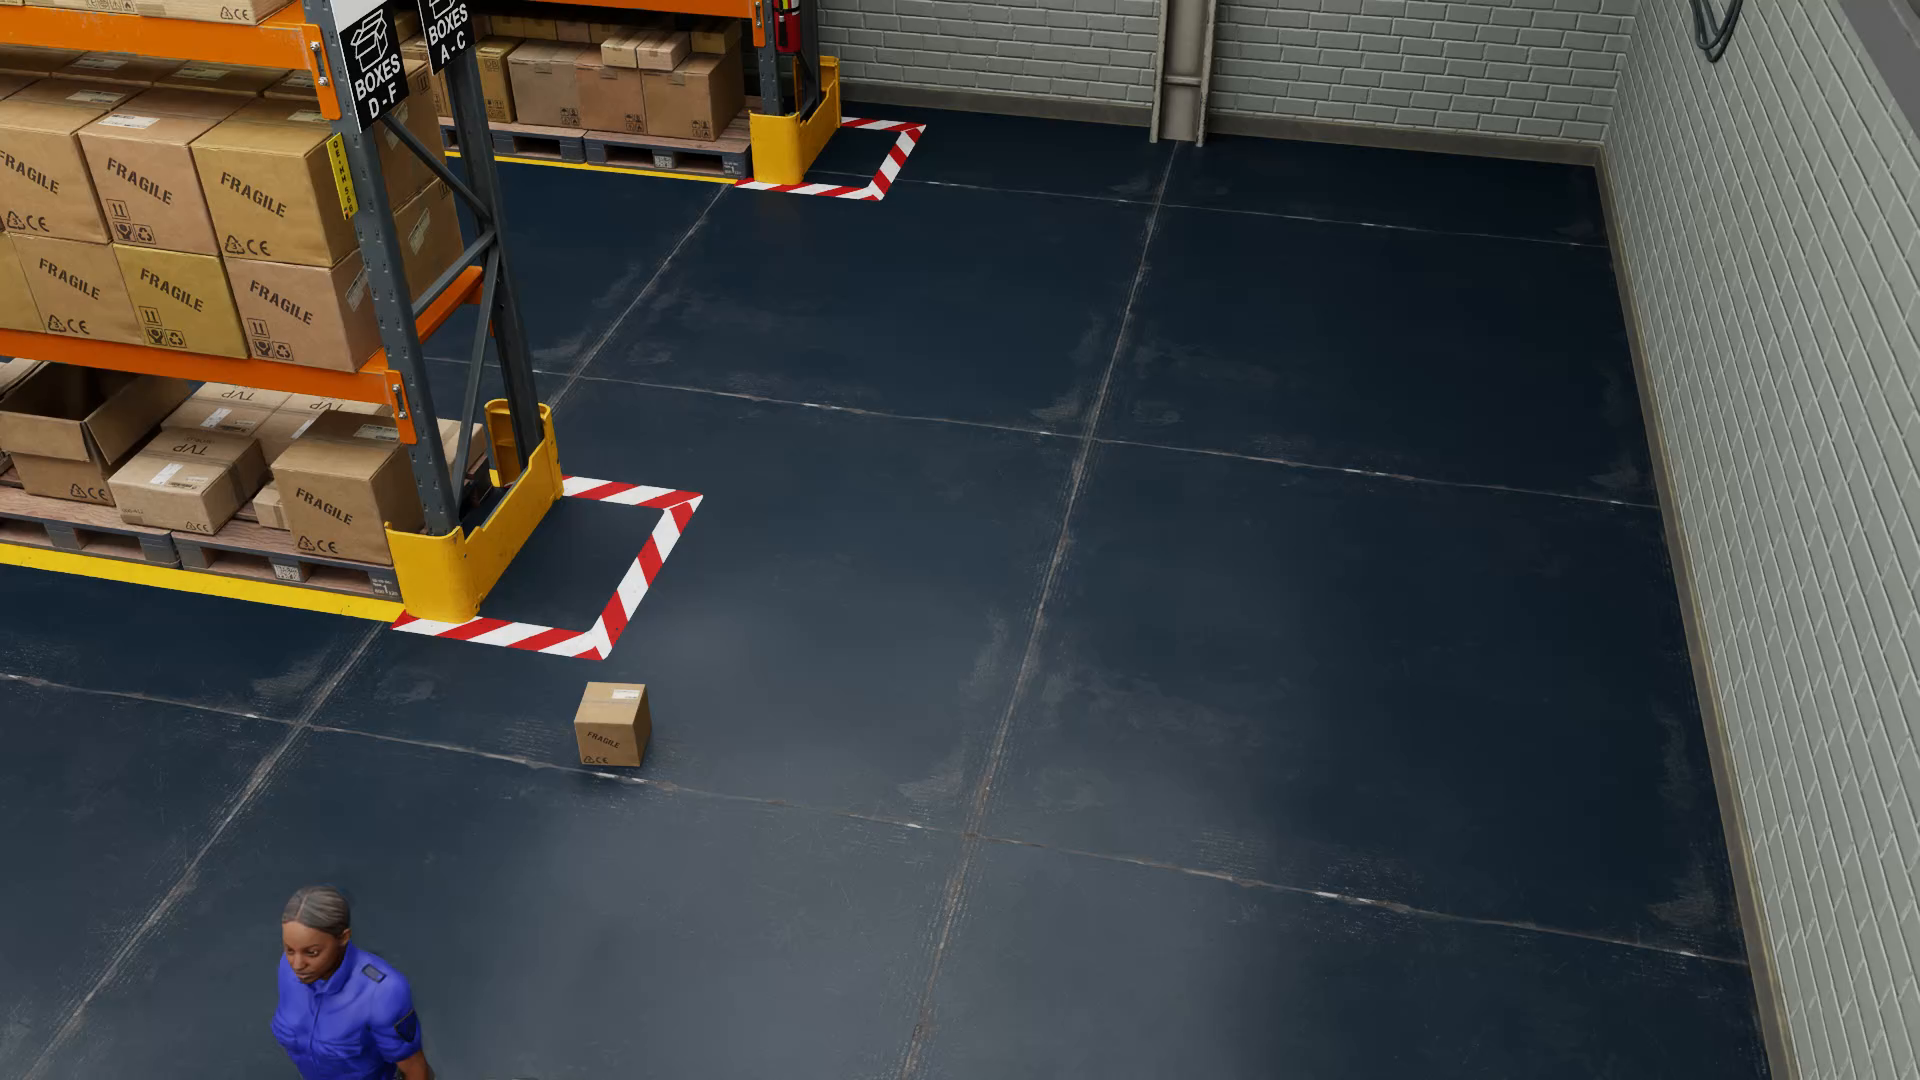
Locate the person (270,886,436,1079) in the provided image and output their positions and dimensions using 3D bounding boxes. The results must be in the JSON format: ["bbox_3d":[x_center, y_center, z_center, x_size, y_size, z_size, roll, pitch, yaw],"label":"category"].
[{"bbox_3d":[-1.687,1.597,4.828,0.466,1.609,0.950,12,38,15],"label":"person"}]
